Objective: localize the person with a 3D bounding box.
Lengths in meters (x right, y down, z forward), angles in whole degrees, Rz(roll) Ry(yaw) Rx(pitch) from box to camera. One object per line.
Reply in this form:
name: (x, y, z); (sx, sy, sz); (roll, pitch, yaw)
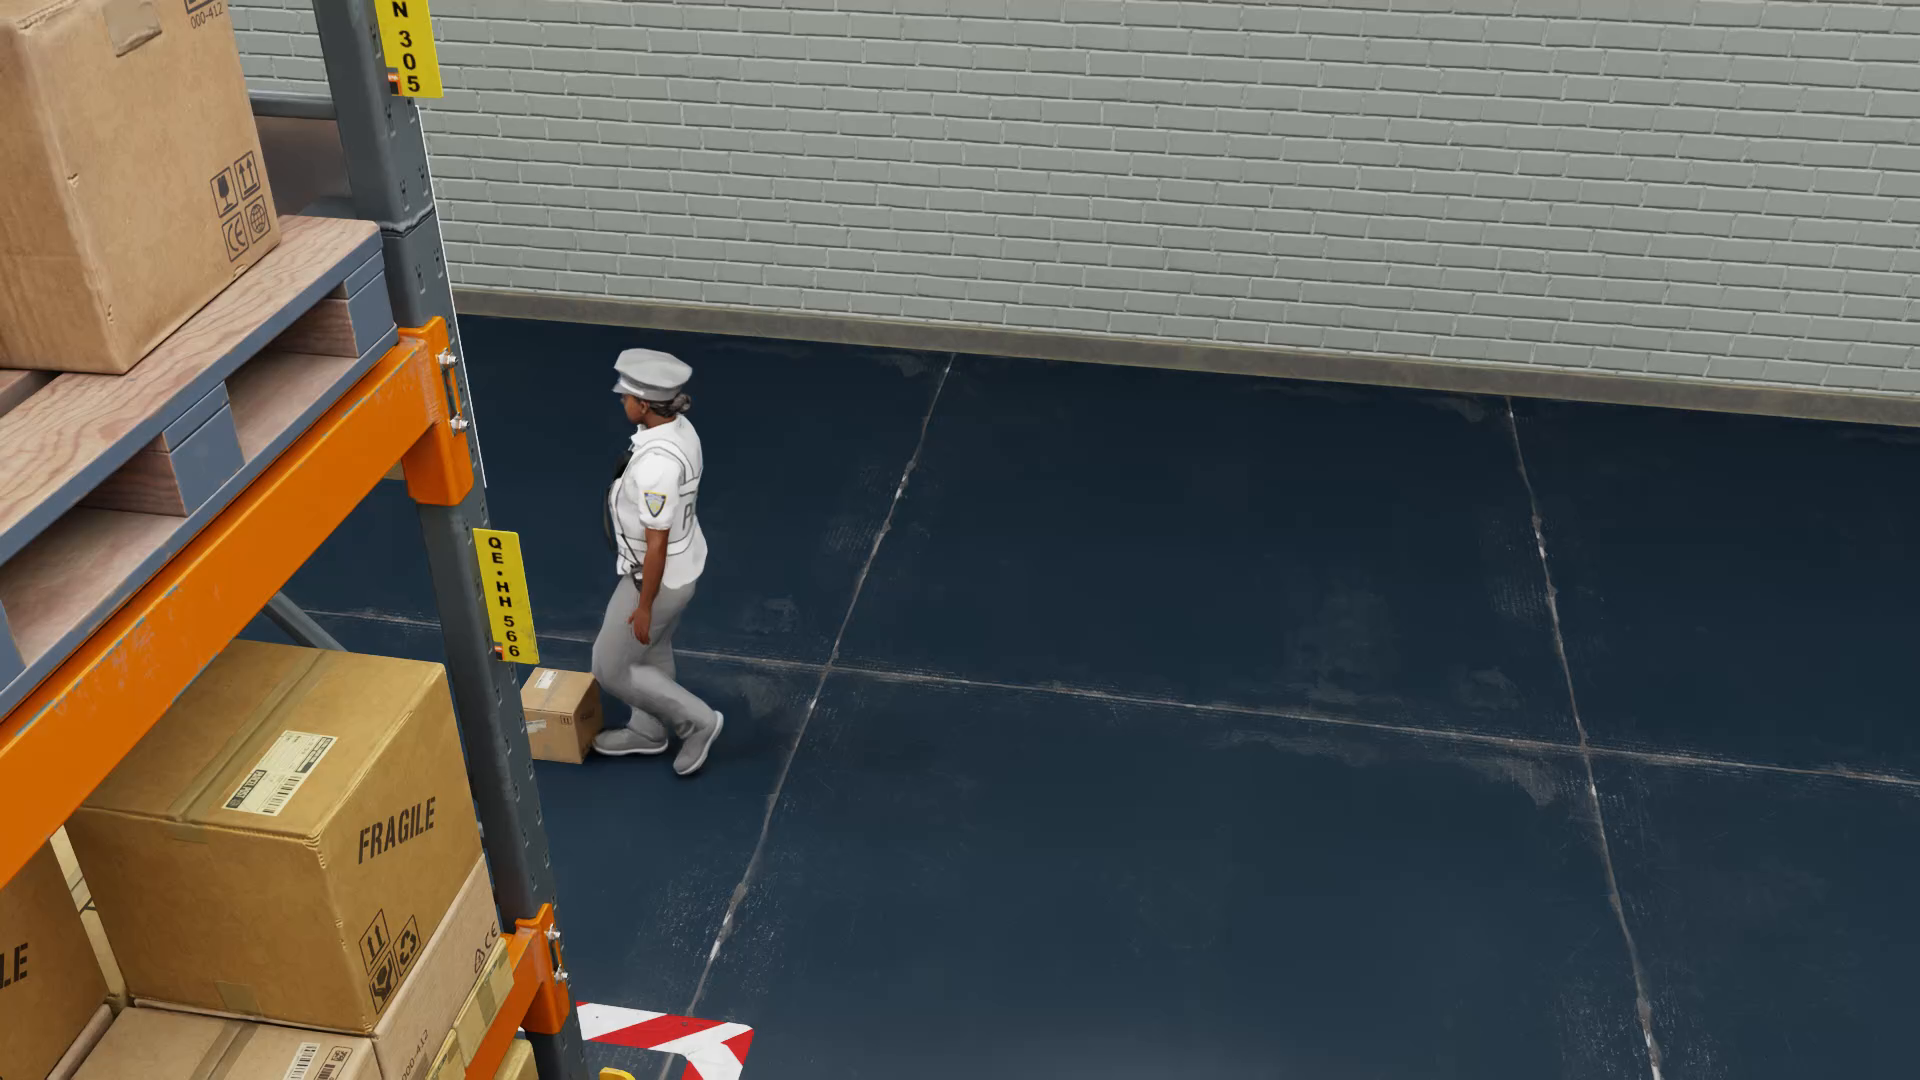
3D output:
person: (-1.152, 0.117, 5.930); (0.526, 1.669, 0.516); (1, 33, 1)
